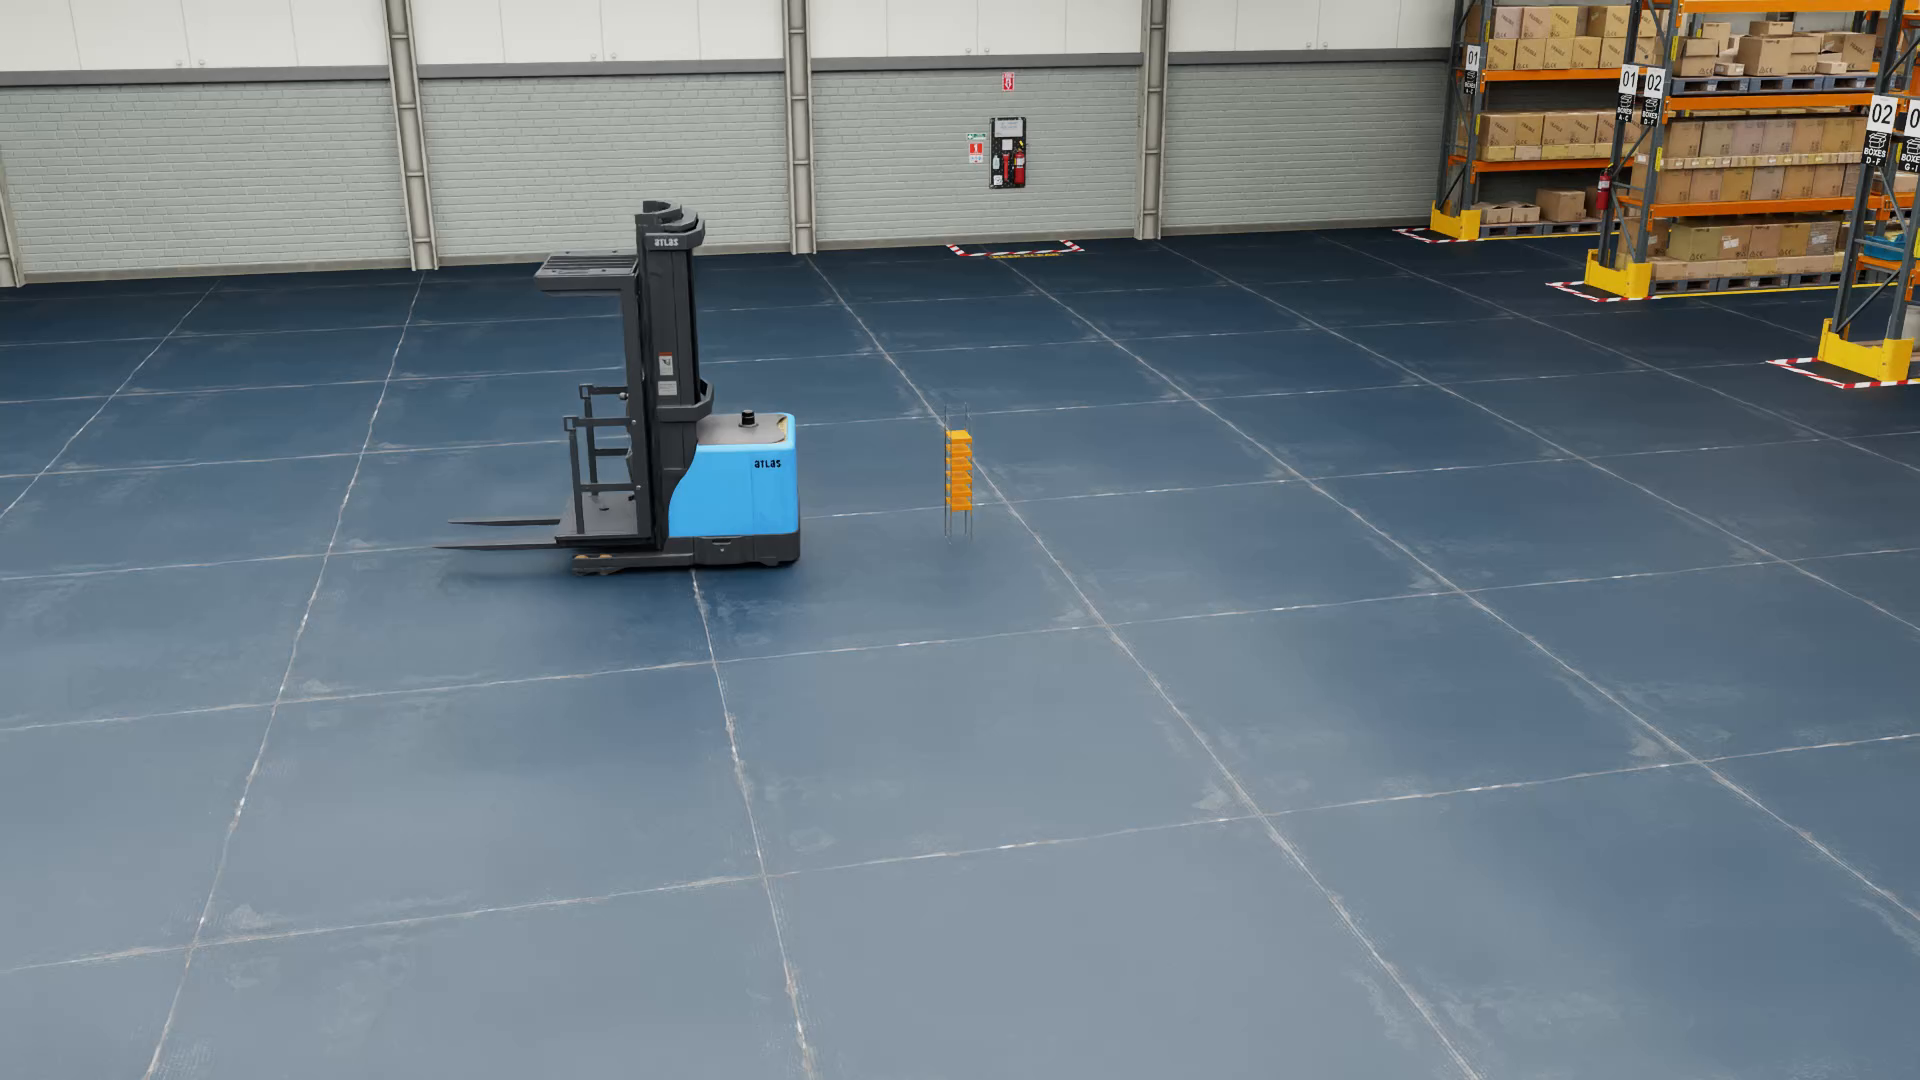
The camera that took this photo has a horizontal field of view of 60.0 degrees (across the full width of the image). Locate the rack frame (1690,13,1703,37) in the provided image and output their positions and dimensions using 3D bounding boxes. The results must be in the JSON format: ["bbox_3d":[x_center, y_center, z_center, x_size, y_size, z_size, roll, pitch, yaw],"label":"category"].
[{"bbox_3d":[12.493,-9.912,28.512,0.127,3.000,1.000,-5,21,-12],"label":"rack frame"}]

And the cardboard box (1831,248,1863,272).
[{"bbox_3d":[13.235,-4.233,25.119,0.500,0.250,0.500,-5,21,-12],"label":"cardboard box"}]

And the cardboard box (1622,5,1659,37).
[{"bbox_3d":[11.534,-8.852,28.351,0.500,0.500,0.500,-4,20,-10],"label":"cardboard box"}]

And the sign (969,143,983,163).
[{"bbox_3d":[0.268,-6.473,27.795,0.234,0.329,0.001,-5,21,-12],"label":"sign"}]

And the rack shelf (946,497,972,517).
[{"bbox_3d":[-0.014,-0.295,14.425,0.180,0.103,0.258,-5,21,-12],"label":"rack shelf"}]

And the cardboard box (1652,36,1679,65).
[{"bbox_3d":[12.056,-8.437,28.672,0.500,0.500,0.500,-4,21,-11],"label":"cardboard box"}]

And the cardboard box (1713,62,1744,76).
[{"bbox_3d":[10.929,-6.708,23.678,0.250,0.149,0.380,-5,21,-12],"label":"cardboard box"}]

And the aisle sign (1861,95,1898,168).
[{"bbox_3d":[10.741,-4.777,19.436,0.004,0.787,0.394,-5,21,-12],"label":"aisle sign"}]

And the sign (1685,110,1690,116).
[{"bbox_3d":[12.625,-7.320,28.901,0.005,0.325,0.100,-5,21,-12],"label":"sign"}]

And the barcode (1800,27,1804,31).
[{"bbox_3d":[15.193,-9.224,30.008,0.075,0.075,0.001,-5,21,-12],"label":"barcode"}]

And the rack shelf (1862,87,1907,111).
[{"bbox_3d":[15.583,-6.666,25.058,4.000,0.370,1.077,-5,21,-12],"label":"rack shelf"}]

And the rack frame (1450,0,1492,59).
[{"bbox_3d":[8.600,-9.595,27.648,0.127,3.000,1.000,-5,21,-12],"label":"rack frame"}]

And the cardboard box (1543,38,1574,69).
[{"bbox_3d":[10.018,-8.259,28.186,0.500,0.500,0.500,-4,20,-10],"label":"cardboard box"}]

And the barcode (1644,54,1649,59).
[{"bbox_3d":[9.926,-6.987,24.044,0.075,0.075,0.001,-5,21,-12],"label":"barcode"}]

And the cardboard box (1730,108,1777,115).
[{"bbox_3d":[14.175,-7.482,29.815,0.500,0.500,0.700,-2,20,-5],"label":"cardboard box"}]

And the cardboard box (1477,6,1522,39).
[{"bbox_3d":[9.031,-8.662,27.833,0.500,0.500,0.500,-6,21,-16],"label":"cardboard box"}]

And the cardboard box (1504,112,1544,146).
[{"bbox_3d":[9.617,-7.042,28.499,0.500,0.500,0.500,-5,21,-12],"label":"cardboard box"}]

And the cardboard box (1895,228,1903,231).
[{"bbox_3d":[14.584,-4.594,25.288,0.500,0.311,0.500,-5,21,-13],"label":"cardboard box"}]

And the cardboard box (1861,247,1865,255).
[{"bbox_3d":[14.086,-4.292,25.280,0.500,0.250,0.500,-5,21,-14],"label":"cardboard box"}]

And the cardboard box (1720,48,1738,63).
[{"bbox_3d":[11.345,-6.973,24.167,0.500,0.311,0.500,-2,20,-6],"label":"cardboard box"}]

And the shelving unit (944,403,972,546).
[{"bbox_3d":[-0.014,-0.562,14.327,0.189,1.200,0.258,-5,21,-12],"label":"shelving unit"}]

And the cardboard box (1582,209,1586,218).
[{"bbox_3d":[10.932,-5.843,29.632,0.250,0.149,0.380,-6,21,-17],"label":"cardboard box"}]

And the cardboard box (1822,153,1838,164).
[{"bbox_3d":[12.670,-5.634,24.467,0.250,0.149,0.380,-5,21,-13],"label":"cardboard box"}]

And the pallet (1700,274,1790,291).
[{"bbox_3d":[11.663,-3.981,25.098,1.213,0.211,1.003,-5,21,-12],"label":"pallet"}]

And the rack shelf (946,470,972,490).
[{"bbox_3d":[-0.014,-0.521,14.342,0.180,0.103,0.258,-5,21,-12],"label":"rack shelf"}]

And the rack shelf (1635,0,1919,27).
[{"bbox_3d":[11.690,-7.570,23.747,4.000,0.370,1.077,-5,21,-12],"label":"rack shelf"}]

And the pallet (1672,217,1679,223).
[{"bbox_3d":[13.250,-5.848,30.193,1.213,0.211,1.003,-5,21,-12],"label":"pallet"}]

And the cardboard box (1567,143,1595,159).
[{"bbox_3d":[10.640,-6.773,28.855,0.500,0.250,0.500,-4,21,-12],"label":"cardboard box"}]

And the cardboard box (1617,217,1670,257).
[{"bbox_3d":[10.197,-4.521,24.814,0.500,0.500,0.500,-5,21,-12],"label":"cardboard box"}]

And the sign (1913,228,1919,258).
[{"bbox_3d":[11.002,-3.408,19.076,0.005,0.325,0.100,-5,21,-12],"label":"sign"}]

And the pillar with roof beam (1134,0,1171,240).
[{"bbox_3d":[4.234,-8.024,23.359,0.400,9.000,9.100,-5,21,-12],"label":"pillar with roof beam"}]

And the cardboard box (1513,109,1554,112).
[{"bbox_3d":[10.004,-7.257,29.085,0.500,0.500,0.500,-5,21,-14],"label":"cardboard box"}]

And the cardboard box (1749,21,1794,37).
[{"bbox_3d":[14.243,-8.862,29.250,0.500,0.500,0.500,-5,21,-14],"label":"cardboard box"}]

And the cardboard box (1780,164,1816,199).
[{"bbox_3d":[12.205,-5.365,24.675,0.500,0.500,0.700,-4,21,-12],"label":"cardboard box"}]

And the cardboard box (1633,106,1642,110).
[{"bbox_3d":[11.987,-7.419,29.527,0.500,0.500,0.500,-5,21,-14],"label":"cardboard box"}]

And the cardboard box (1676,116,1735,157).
[{"bbox_3d":[10.763,-5.857,24.133,0.500,0.500,0.700,-5,21,-14],"label":"cardboard box"}]

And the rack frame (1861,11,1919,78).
[{"bbox_3d":[13.636,-8.254,23.986,0.127,3.000,1.000,-5,21,-12],"label":"rack frame"}]

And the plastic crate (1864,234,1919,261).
[{"bbox_3d":[11.298,-3.532,20.034,0.616,0.251,0.499,-5,21,-12],"label":"plastic crate"}]

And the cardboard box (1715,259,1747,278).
[{"bbox_3d":[11.289,-4.075,24.686,0.500,0.250,0.500,-5,21,-12],"label":"cardboard box"}]

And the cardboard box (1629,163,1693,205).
[{"bbox_3d":[10.201,-5.200,24.226,0.500,0.500,0.700,-5,21,-12],"label":"cardboard box"}]

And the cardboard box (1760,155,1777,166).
[{"bbox_3d":[11.671,-5.552,24.245,0.250,0.149,0.380,-4,21,-12],"label":"cardboard box"}]

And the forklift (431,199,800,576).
[{"bbox_3d":[-2.890,-1.272,13.747,3.031,2.935,1.130,-2,20,-5],"label":"forklift"}]

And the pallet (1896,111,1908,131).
[{"bbox_3d":[11.707,-4.815,19.233,1.213,0.211,1.003,-5,21,-12],"label":"pallet"}]

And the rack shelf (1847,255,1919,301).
[{"bbox_3d":[12.826,-3.283,20.183,4.000,0.370,1.077,-5,21,-12],"label":"rack shelf"}]

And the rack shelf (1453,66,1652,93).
[{"bbox_3d":[10.546,-8.007,28.720,4.000,0.370,1.077,-5,21,-12],"label":"rack shelf"}]

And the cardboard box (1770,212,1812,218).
[{"bbox_3d":[12.628,-4.721,25.361,0.500,0.500,0.500,-5,21,-12],"label":"cardboard box"}]

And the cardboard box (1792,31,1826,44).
[{"bbox_3d":[15.103,-8.806,29.676,0.637,0.503,0.797,-2,20,-5],"label":"cardboard box"}]

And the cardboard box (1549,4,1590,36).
[{"bbox_3d":[10.464,-8.950,28.619,0.500,0.500,0.500,-5,21,-13],"label":"cardboard box"}]

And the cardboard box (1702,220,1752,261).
[{"bbox_3d":[11.286,-4.431,24.568,0.500,0.500,0.500,-5,21,-12],"label":"cardboard box"}]

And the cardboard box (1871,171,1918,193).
[{"bbox_3d":[14.105,-5.420,25.190,0.500,0.250,0.500,-3,20,-9],"label":"cardboard box"}]

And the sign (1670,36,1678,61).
[{"bbox_3d":[9.866,-6.790,22.966,0.005,0.325,0.100,-5,21,-12],"label":"sign"}]

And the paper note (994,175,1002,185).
[{"bbox_3d":[0.641,-6.061,28.002,0.142,0.148,0.016,-5,21,-12],"label":"paper note"}]

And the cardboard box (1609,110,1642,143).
[{"bbox_3d":[11.619,-7.204,28.940,0.500,0.500,0.500,-5,21,-13],"label":"cardboard box"}]

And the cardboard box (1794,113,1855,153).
[{"bbox_3d":[12.714,-6.016,24.566,0.500,0.500,0.700,-5,21,-13],"label":"cardboard box"}]

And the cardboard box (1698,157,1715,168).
[{"bbox_3d":[10.674,-5.472,24.025,0.250,0.149,0.380,-5,21,-12],"label":"cardboard box"}]

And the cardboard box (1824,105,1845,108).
[{"bbox_3d":[15.747,-7.902,30.019,0.250,0.149,0.380,-8,22,-22],"label":"cardboard box"}]

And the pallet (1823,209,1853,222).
[{"bbox_3d":[15.625,-6.041,30.721,1.213,0.211,1.003,-5,21,-12],"label":"pallet"}]
